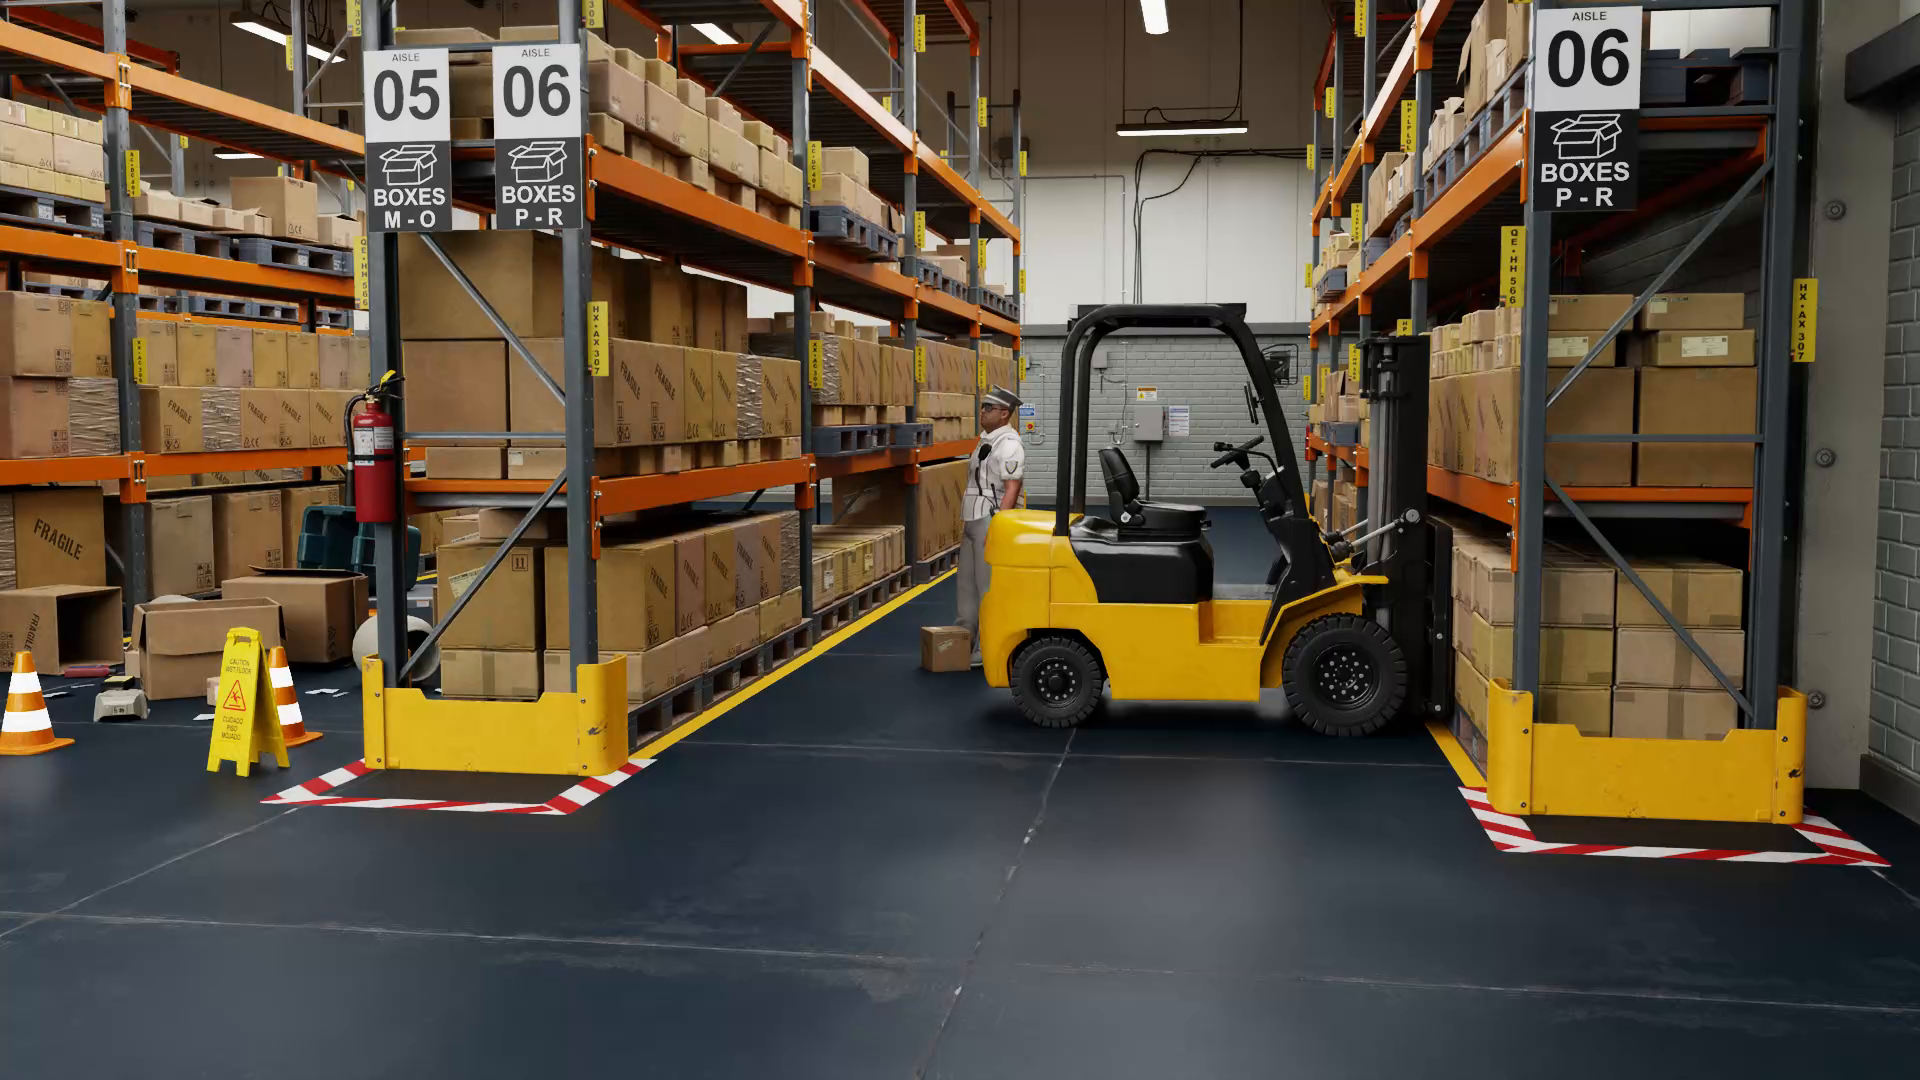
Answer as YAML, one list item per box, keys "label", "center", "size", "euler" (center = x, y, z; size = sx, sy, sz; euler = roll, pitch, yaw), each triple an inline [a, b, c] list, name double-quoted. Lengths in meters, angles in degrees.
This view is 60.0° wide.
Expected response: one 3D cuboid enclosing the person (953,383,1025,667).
- label: "person"
  center: [0.107, -0.094, 10.499]
  size: [0.575, 1.781, 0.640]
  euler: [-1, 5, -16]
